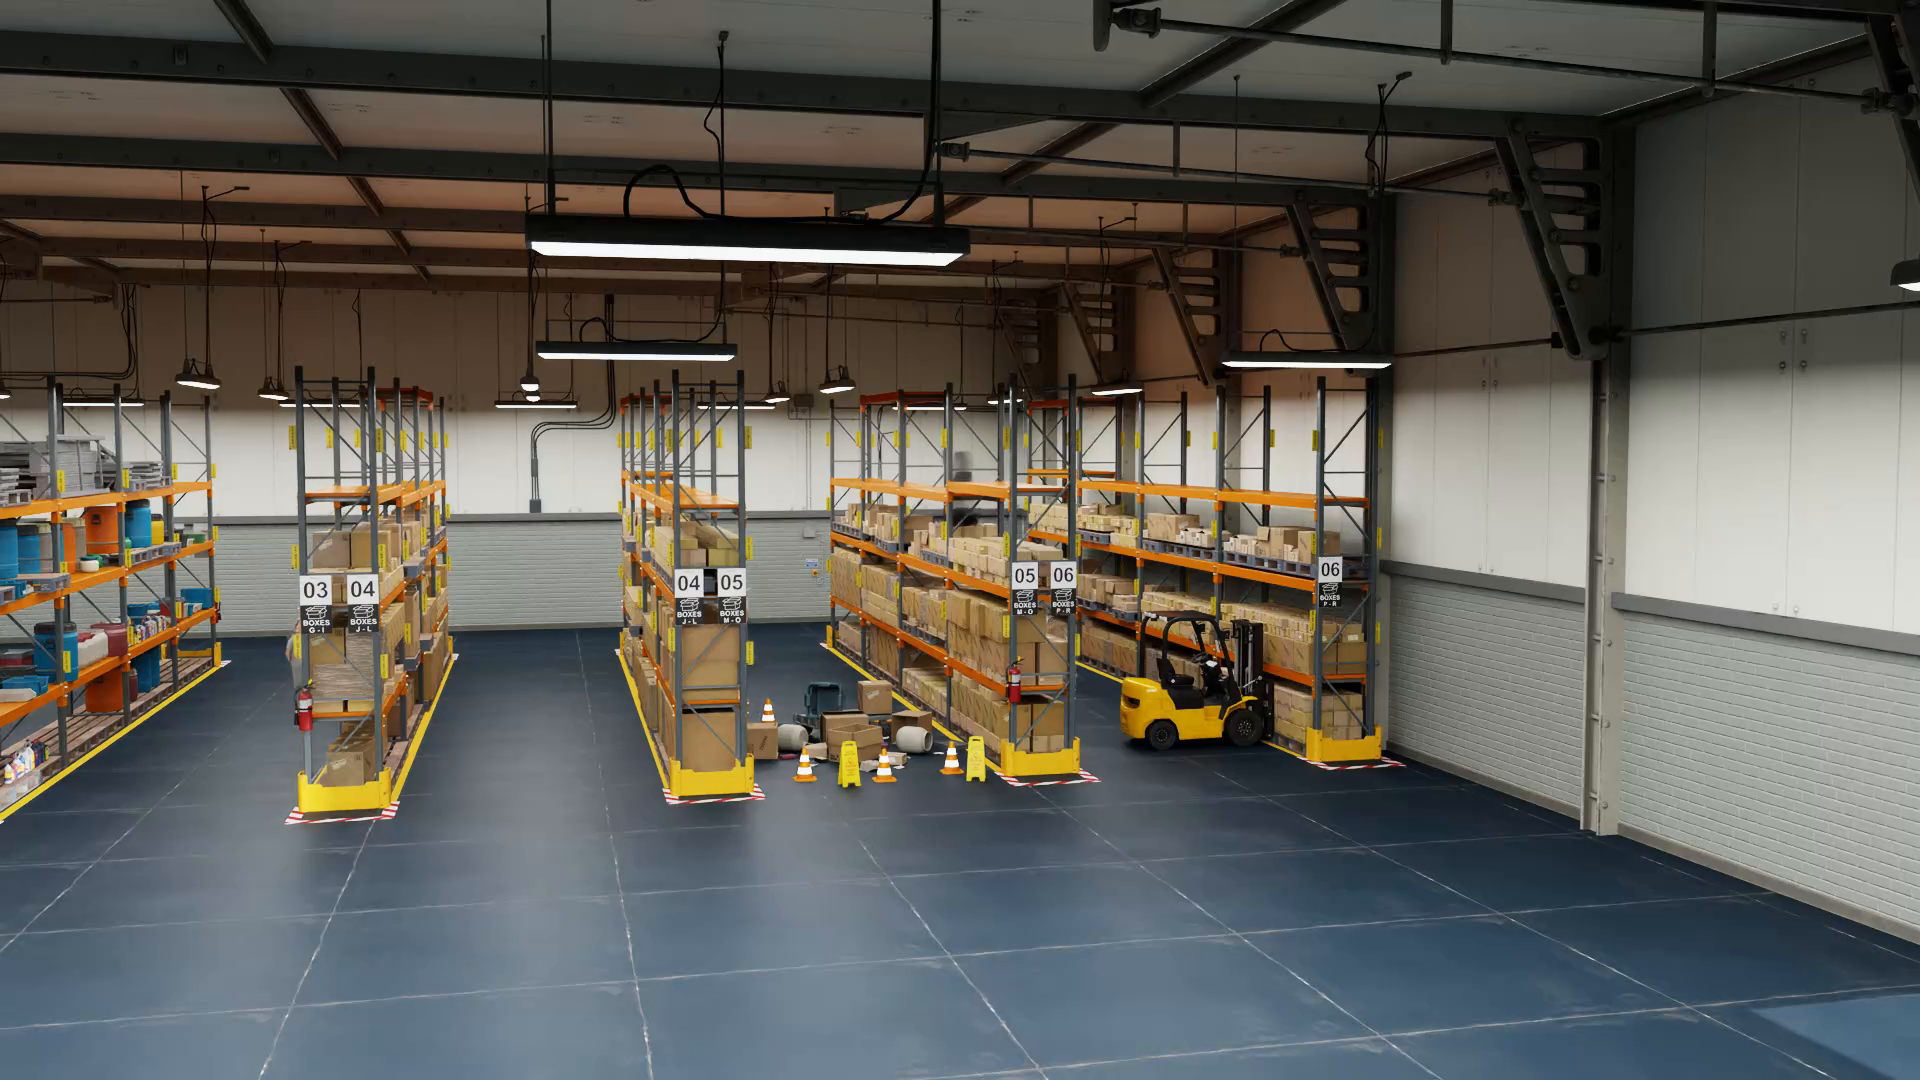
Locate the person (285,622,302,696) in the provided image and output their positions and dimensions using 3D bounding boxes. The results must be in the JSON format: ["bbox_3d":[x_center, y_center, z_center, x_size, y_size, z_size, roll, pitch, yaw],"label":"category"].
[{"bbox_3d":[-12.222,2.336,30.891,0.553,1.647,0.875,-1,4,-17],"label":"person"}]
